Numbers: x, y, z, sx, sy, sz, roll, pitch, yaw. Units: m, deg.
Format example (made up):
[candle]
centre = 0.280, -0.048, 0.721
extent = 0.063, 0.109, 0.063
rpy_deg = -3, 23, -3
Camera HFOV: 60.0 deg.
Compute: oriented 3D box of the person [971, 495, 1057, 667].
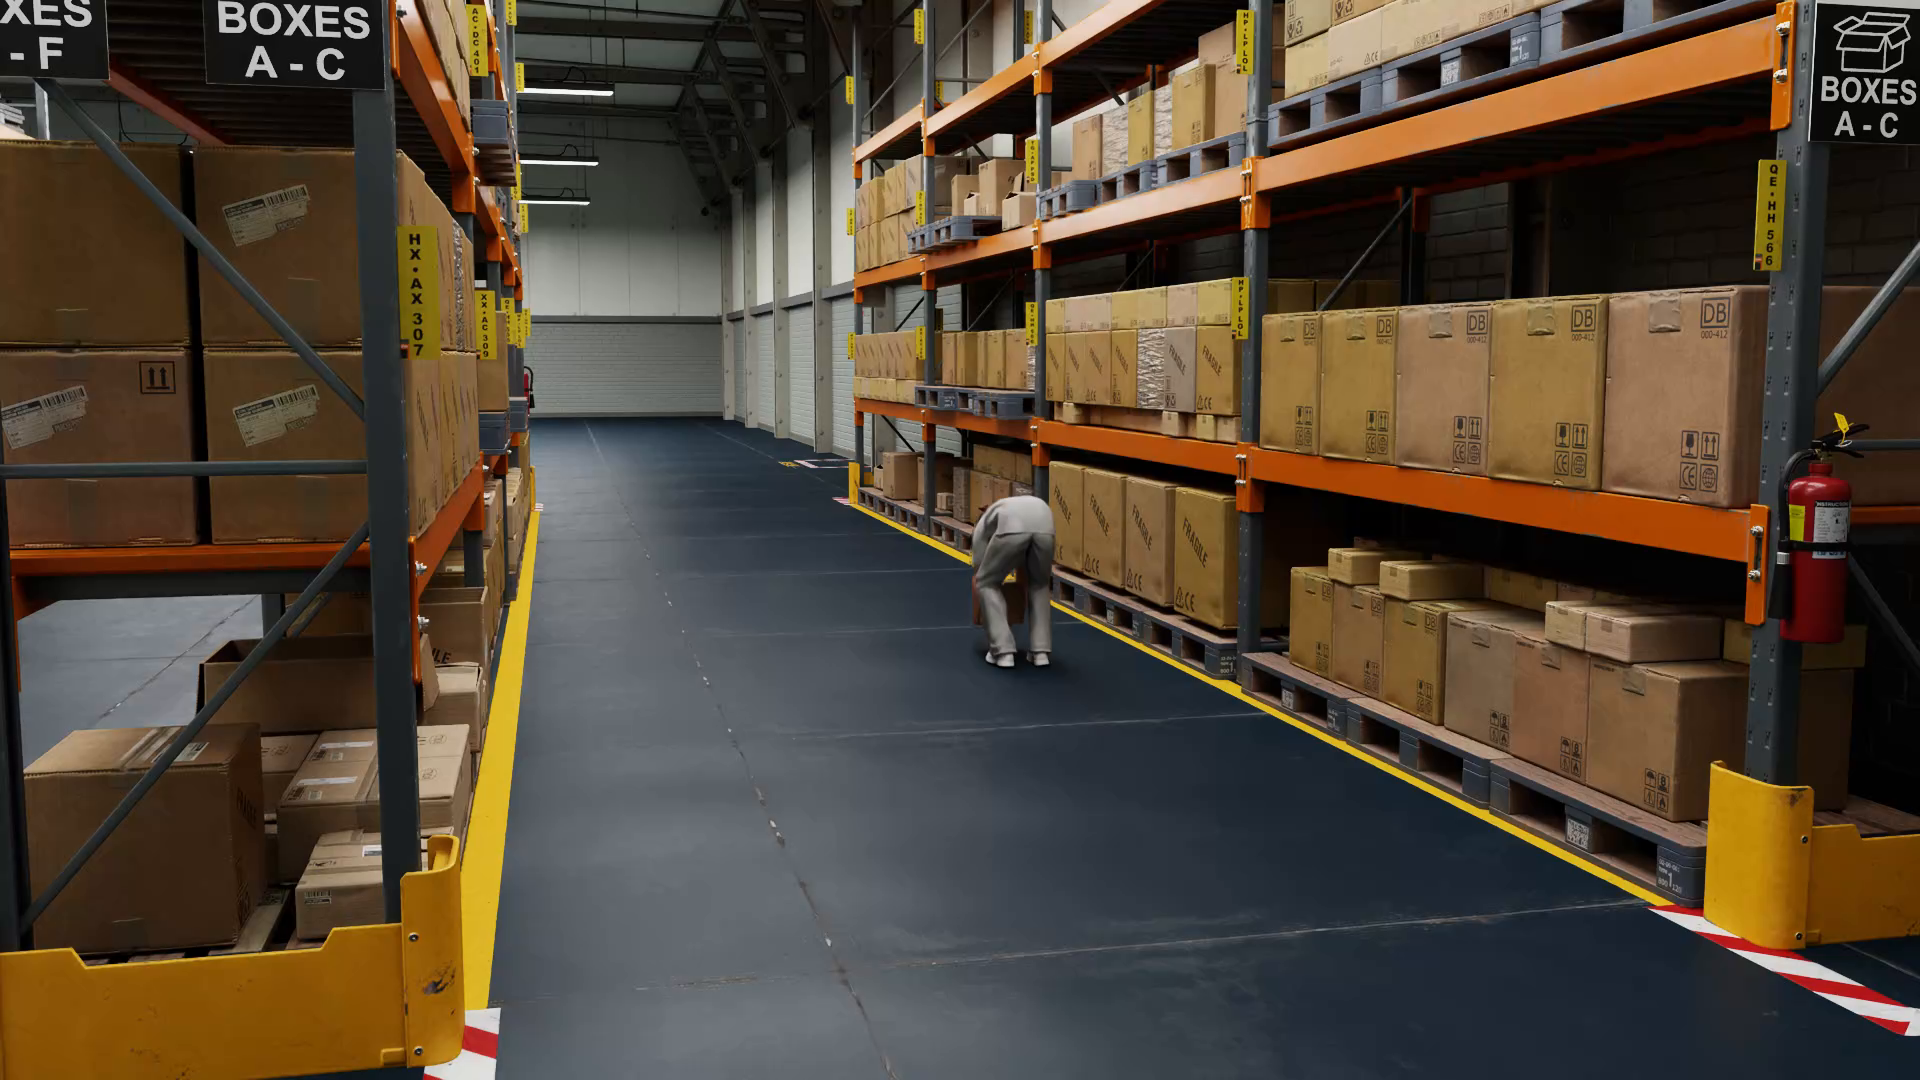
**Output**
[person]
centre = 0.294, 0.216, 9.846
extent = 0.451, 0.986, 0.864
rpy_deg = -2, 6, -16
